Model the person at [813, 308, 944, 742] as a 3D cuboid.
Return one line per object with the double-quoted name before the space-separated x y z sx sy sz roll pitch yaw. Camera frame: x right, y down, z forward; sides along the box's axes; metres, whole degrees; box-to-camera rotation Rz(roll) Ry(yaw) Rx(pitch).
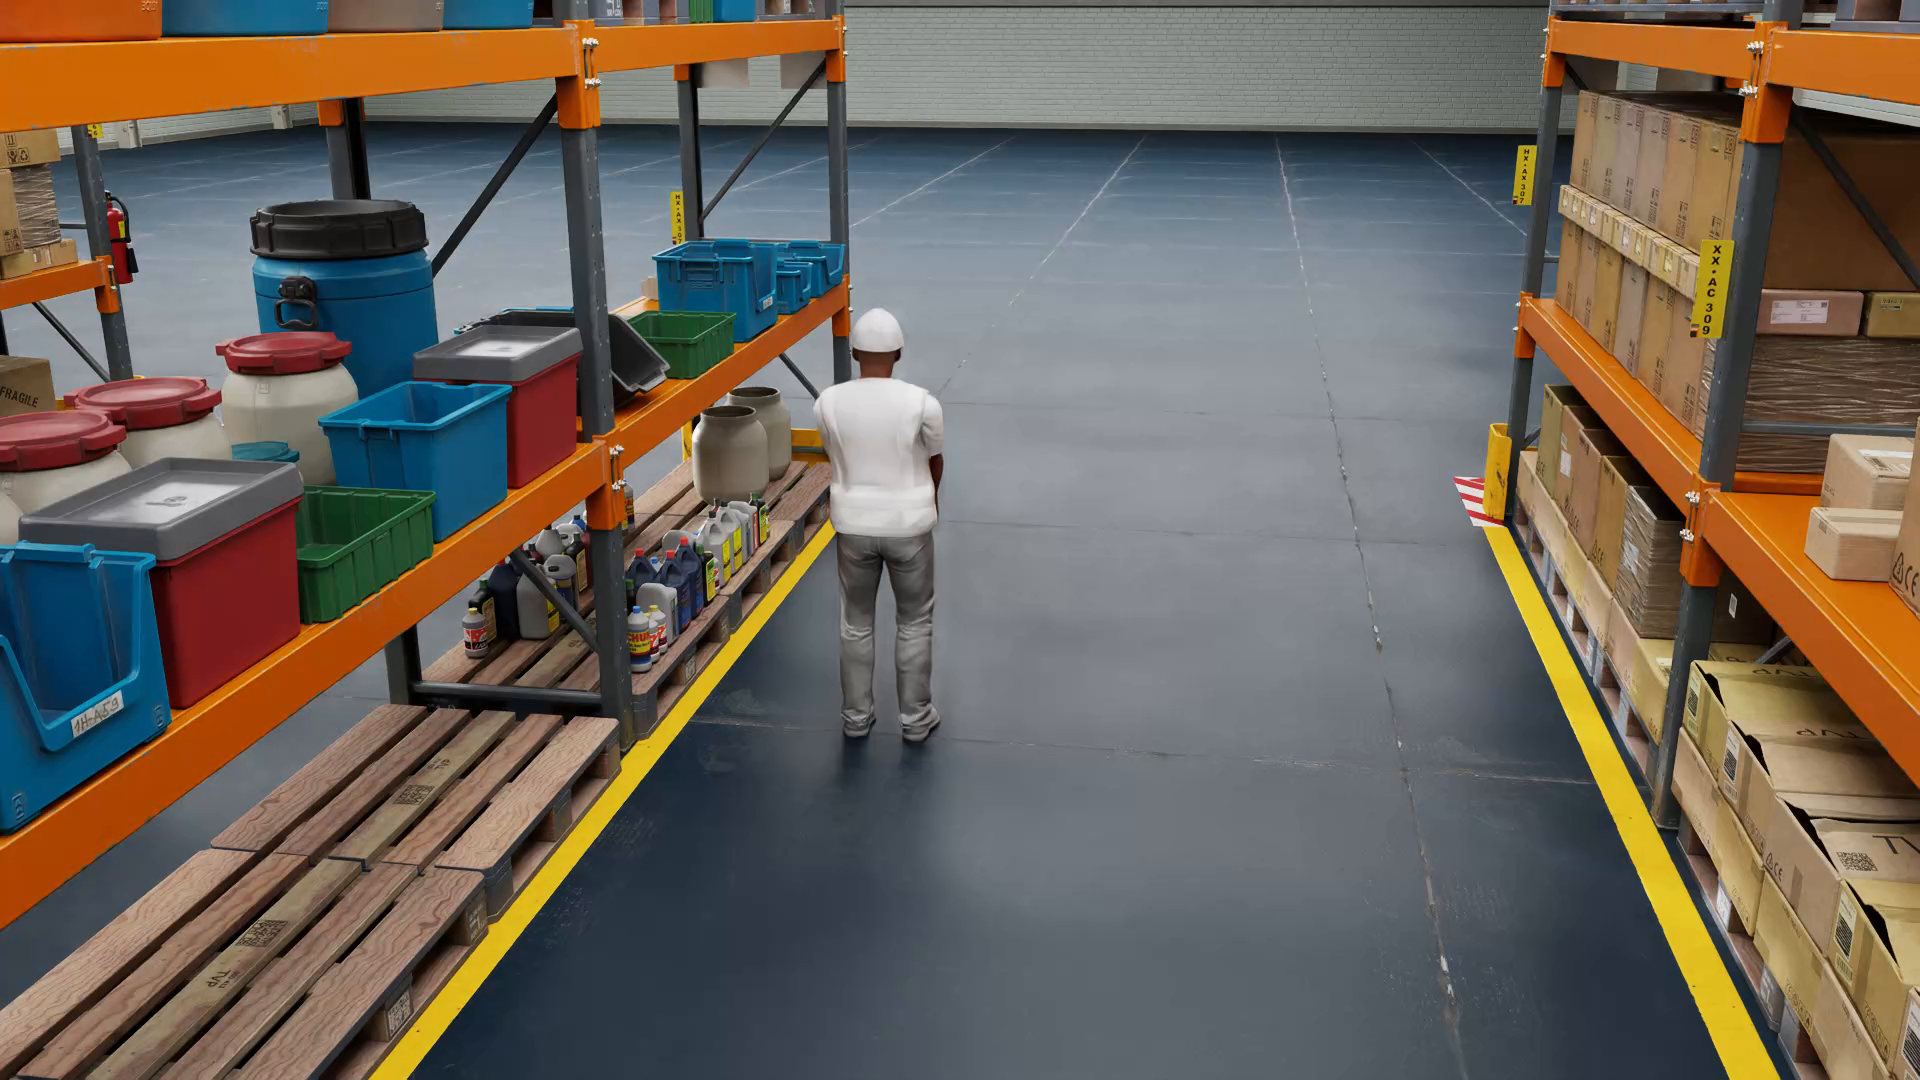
"person" -0.301 -0.080 6.766 0.505 1.763 0.570 3 18 8
